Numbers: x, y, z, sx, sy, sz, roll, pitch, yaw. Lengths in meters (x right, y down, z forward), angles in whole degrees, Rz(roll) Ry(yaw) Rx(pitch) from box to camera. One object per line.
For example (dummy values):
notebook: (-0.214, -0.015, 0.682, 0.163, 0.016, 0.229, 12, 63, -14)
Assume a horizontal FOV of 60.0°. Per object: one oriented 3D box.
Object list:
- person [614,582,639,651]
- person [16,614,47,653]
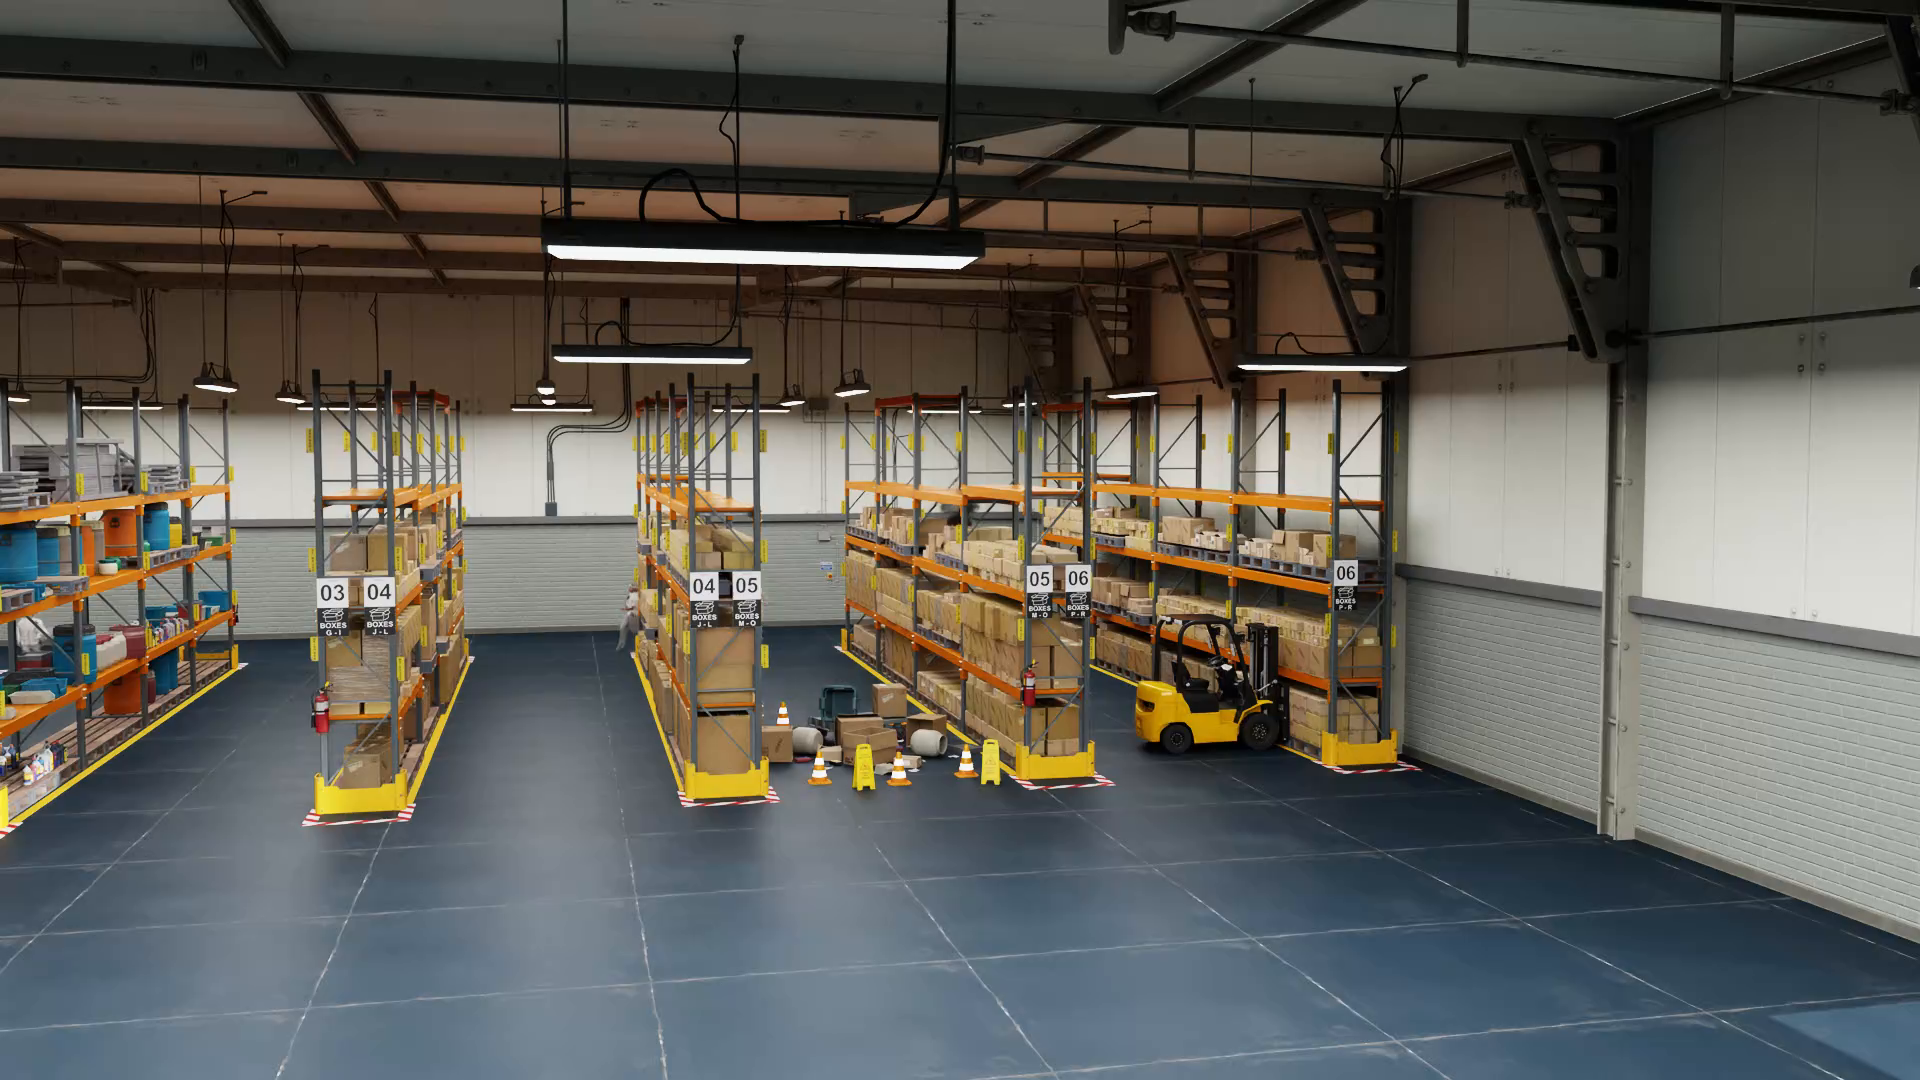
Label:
person: (-7.926, 1.848, 40.086, 0.832, 1.680, 0.590, -1, 3, -15)
person: (-19.166, 2.183, 34.285, 0.620, 1.700, 0.774, -1, 4, -21)
